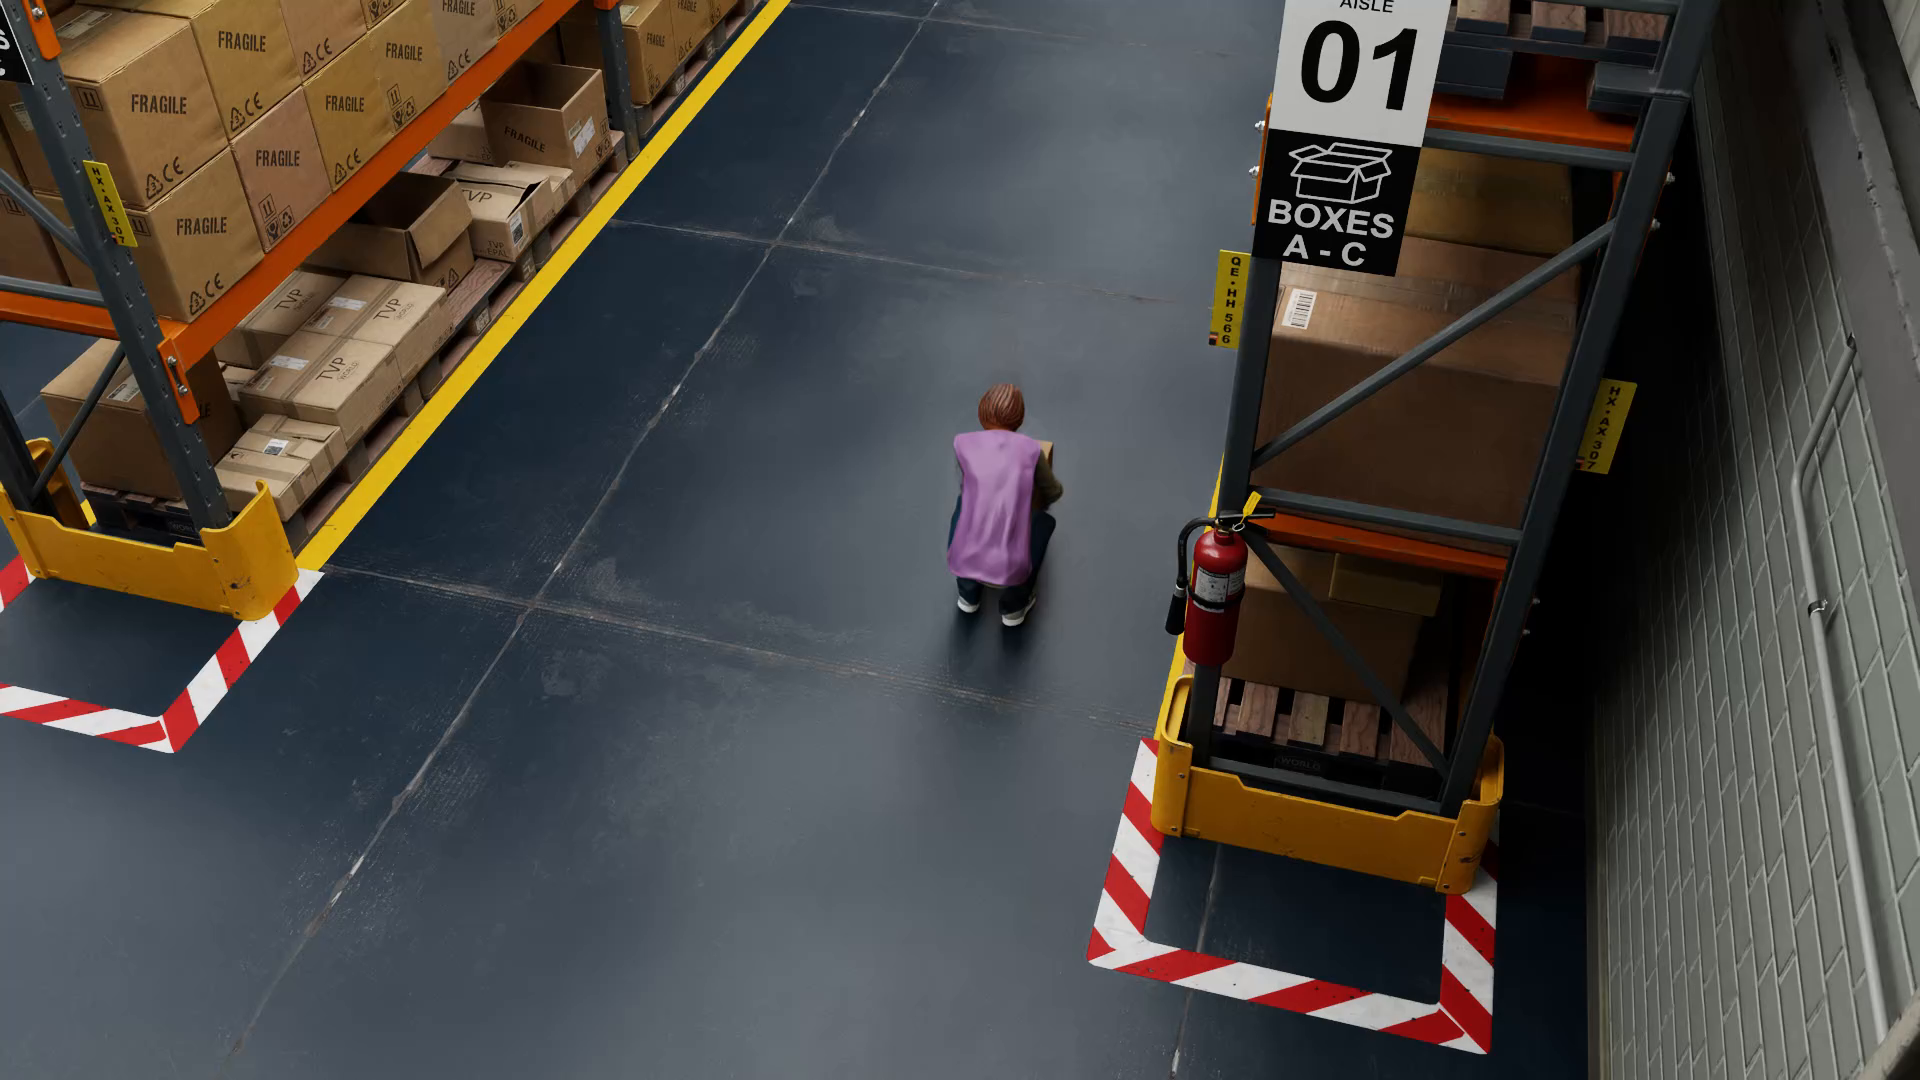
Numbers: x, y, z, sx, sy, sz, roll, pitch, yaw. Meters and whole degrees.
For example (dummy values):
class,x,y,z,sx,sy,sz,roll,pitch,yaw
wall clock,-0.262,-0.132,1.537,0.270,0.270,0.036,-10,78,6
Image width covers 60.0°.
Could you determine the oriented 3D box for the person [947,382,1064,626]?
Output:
class,x,y,z,sx,sy,sz,roll,pitch,yaw
person,0.180,-0.137,6.866,0.434,0.884,0.801,10,43,11
